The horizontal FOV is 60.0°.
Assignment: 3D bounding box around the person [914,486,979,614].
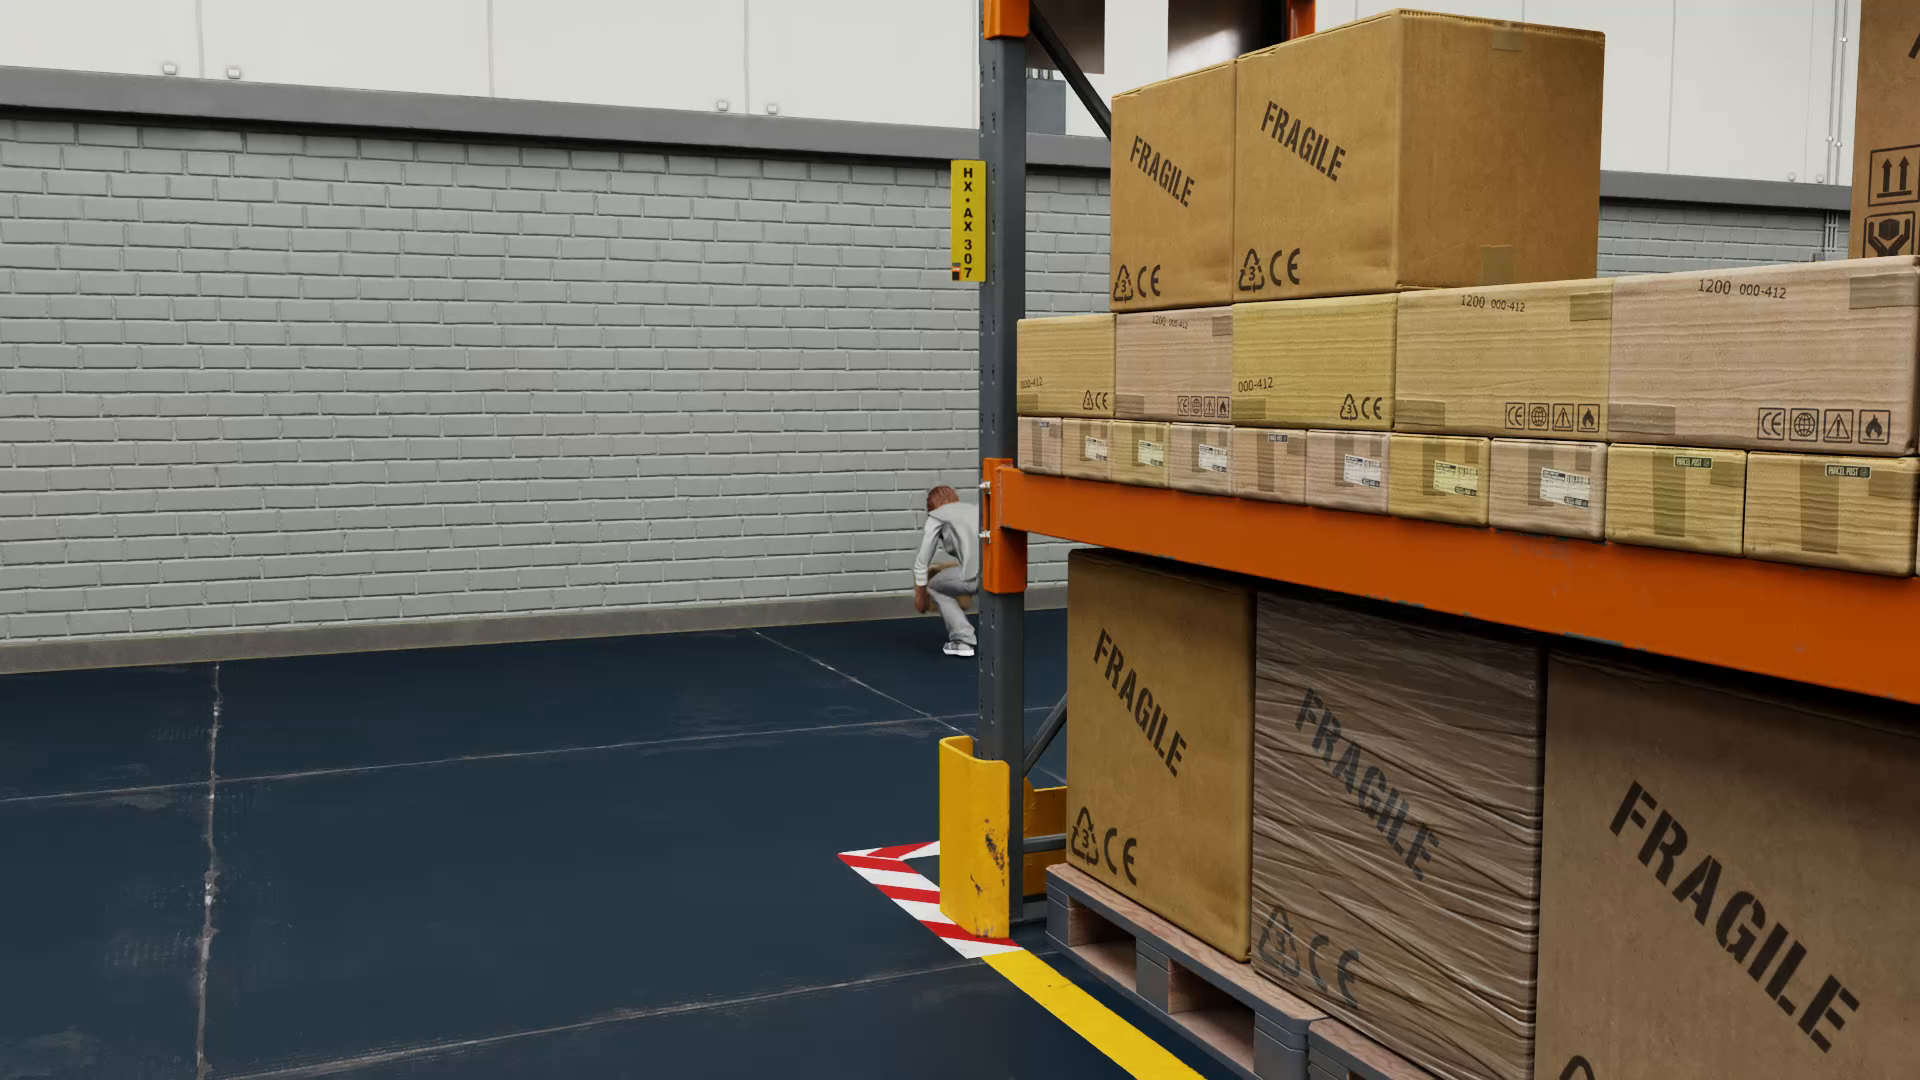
[{"bbox_3d":[0.023,0.098,9.369,0.428,0.754,0.801,-2,6,-24],"label":"person"}]
